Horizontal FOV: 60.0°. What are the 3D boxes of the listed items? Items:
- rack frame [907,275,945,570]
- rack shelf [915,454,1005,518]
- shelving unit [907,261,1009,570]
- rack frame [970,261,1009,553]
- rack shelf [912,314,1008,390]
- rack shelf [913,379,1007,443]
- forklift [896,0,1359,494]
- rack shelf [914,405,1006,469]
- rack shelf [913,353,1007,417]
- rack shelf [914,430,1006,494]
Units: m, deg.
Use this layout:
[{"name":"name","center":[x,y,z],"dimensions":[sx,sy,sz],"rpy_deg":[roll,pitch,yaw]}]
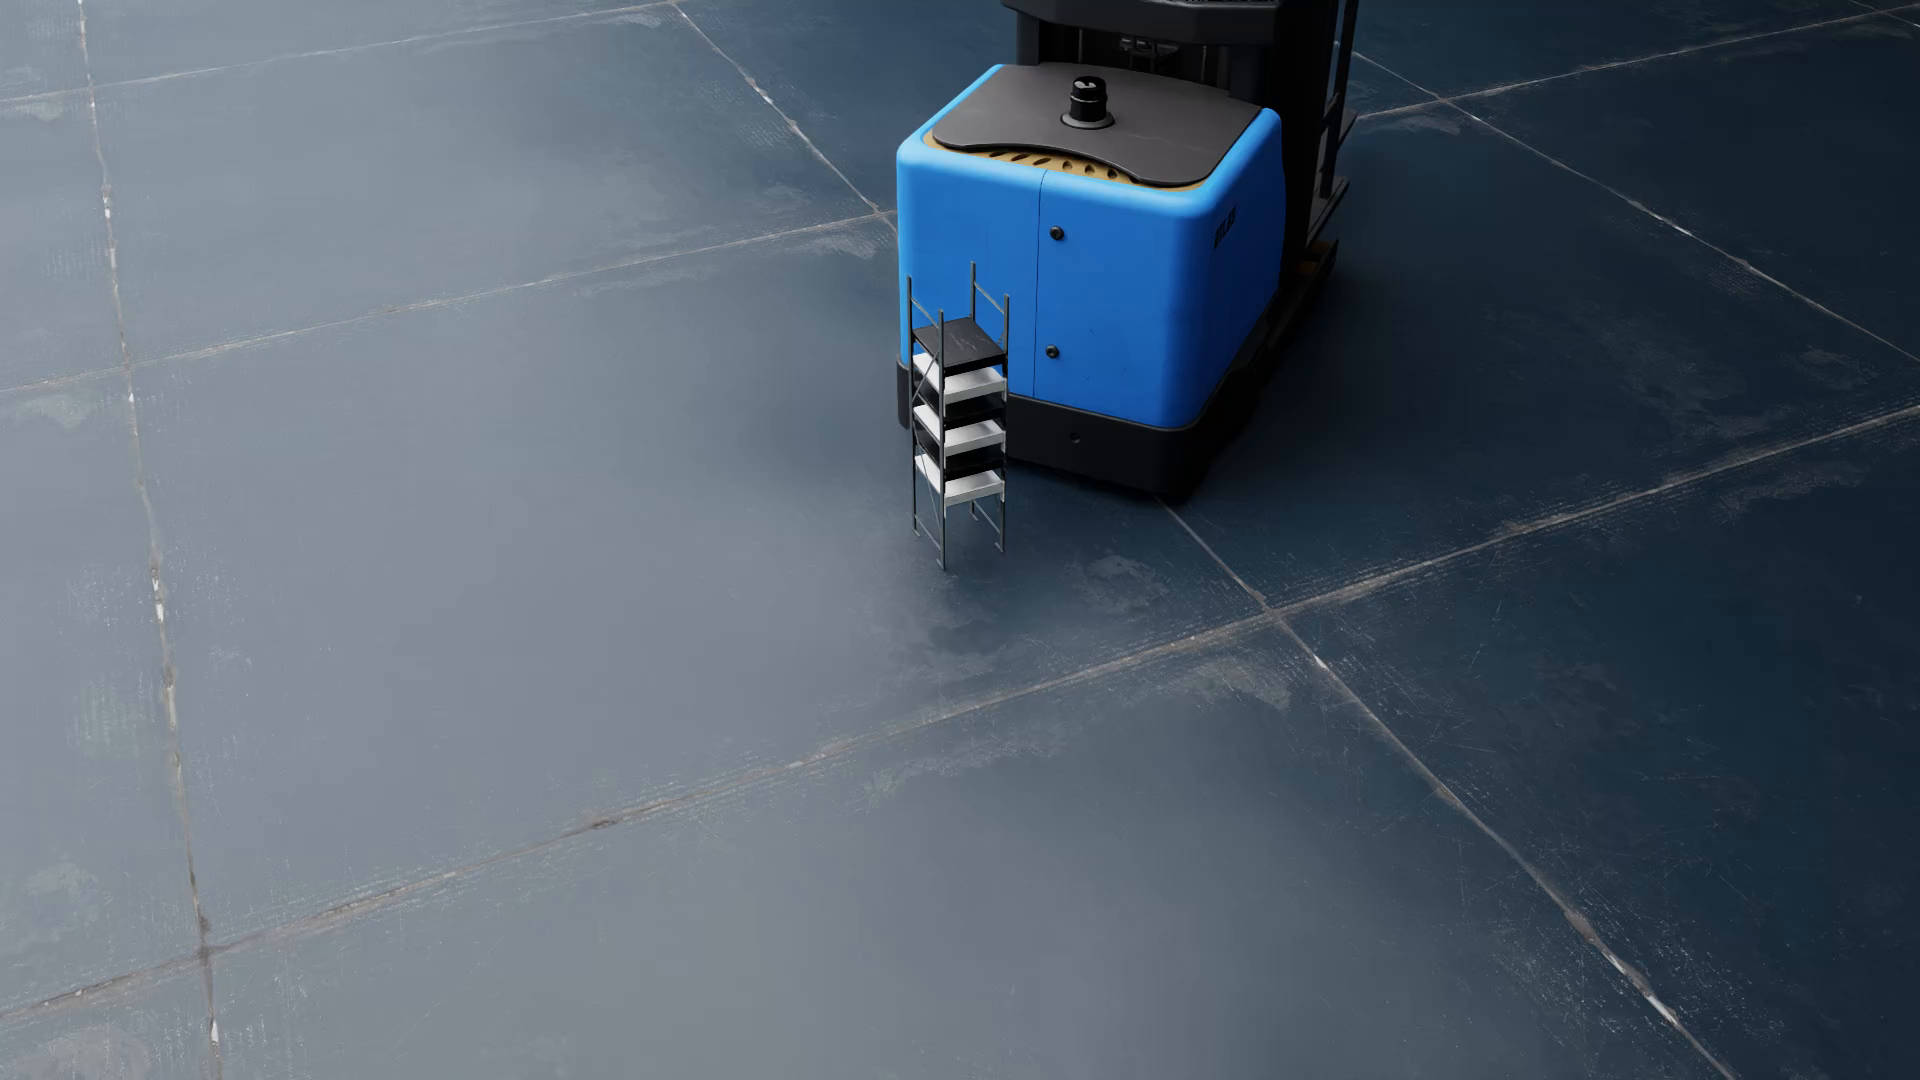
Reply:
[{"name":"rack frame","center":[-0.099,-0.334,4.944],"dimensions":[0.006,0.900,0.240],"rpy_deg":[-16,39,-20]},{"name":"rack shelf","center":[-0.007,-0.188,5.106],"dimensions":[0.200,0.077,0.258],"rpy_deg":[-16,39,-20]},{"name":"shelving unit","center":[-0.007,-0.359,4.979],"dimensions":[0.210,0.900,0.258],"rpy_deg":[-16,39,-20]},{"name":"rack frame","center":[0.085,-0.385,5.014],"dimensions":[0.006,0.900,0.240],"rpy_deg":[-16,39,-20]},{"name":"rack shelf","center":[-0.007,-0.549,4.838],"dimensions":[0.200,0.077,0.258],"rpy_deg":[-16,39,-20]},{"name":"rack shelf","center":[-0.007,-0.405,4.945],"dimensions":[0.200,0.077,0.258],"rpy_deg":[-16,39,-20]},{"name":"forklift","center":[0.855,-2.198,5.752],"dimensions":[1.130,2.935,3.031],"rpy_deg":[15,39,19]},{"name":"rack shelf","center":[-0.007,-0.333,4.999],"dimensions":[0.200,0.077,0.258],"rpy_deg":[-16,39,-20]},{"name":"rack shelf","center":[-0.007,-0.477,4.892],"dimensions":[0.200,0.077,0.258],"rpy_deg":[-16,39,-20]},{"name":"rack shelf","center":[-0.007,-0.260,5.053],"dimensions":[0.200,0.077,0.258],"rpy_deg":[-16,39,-20]}]
